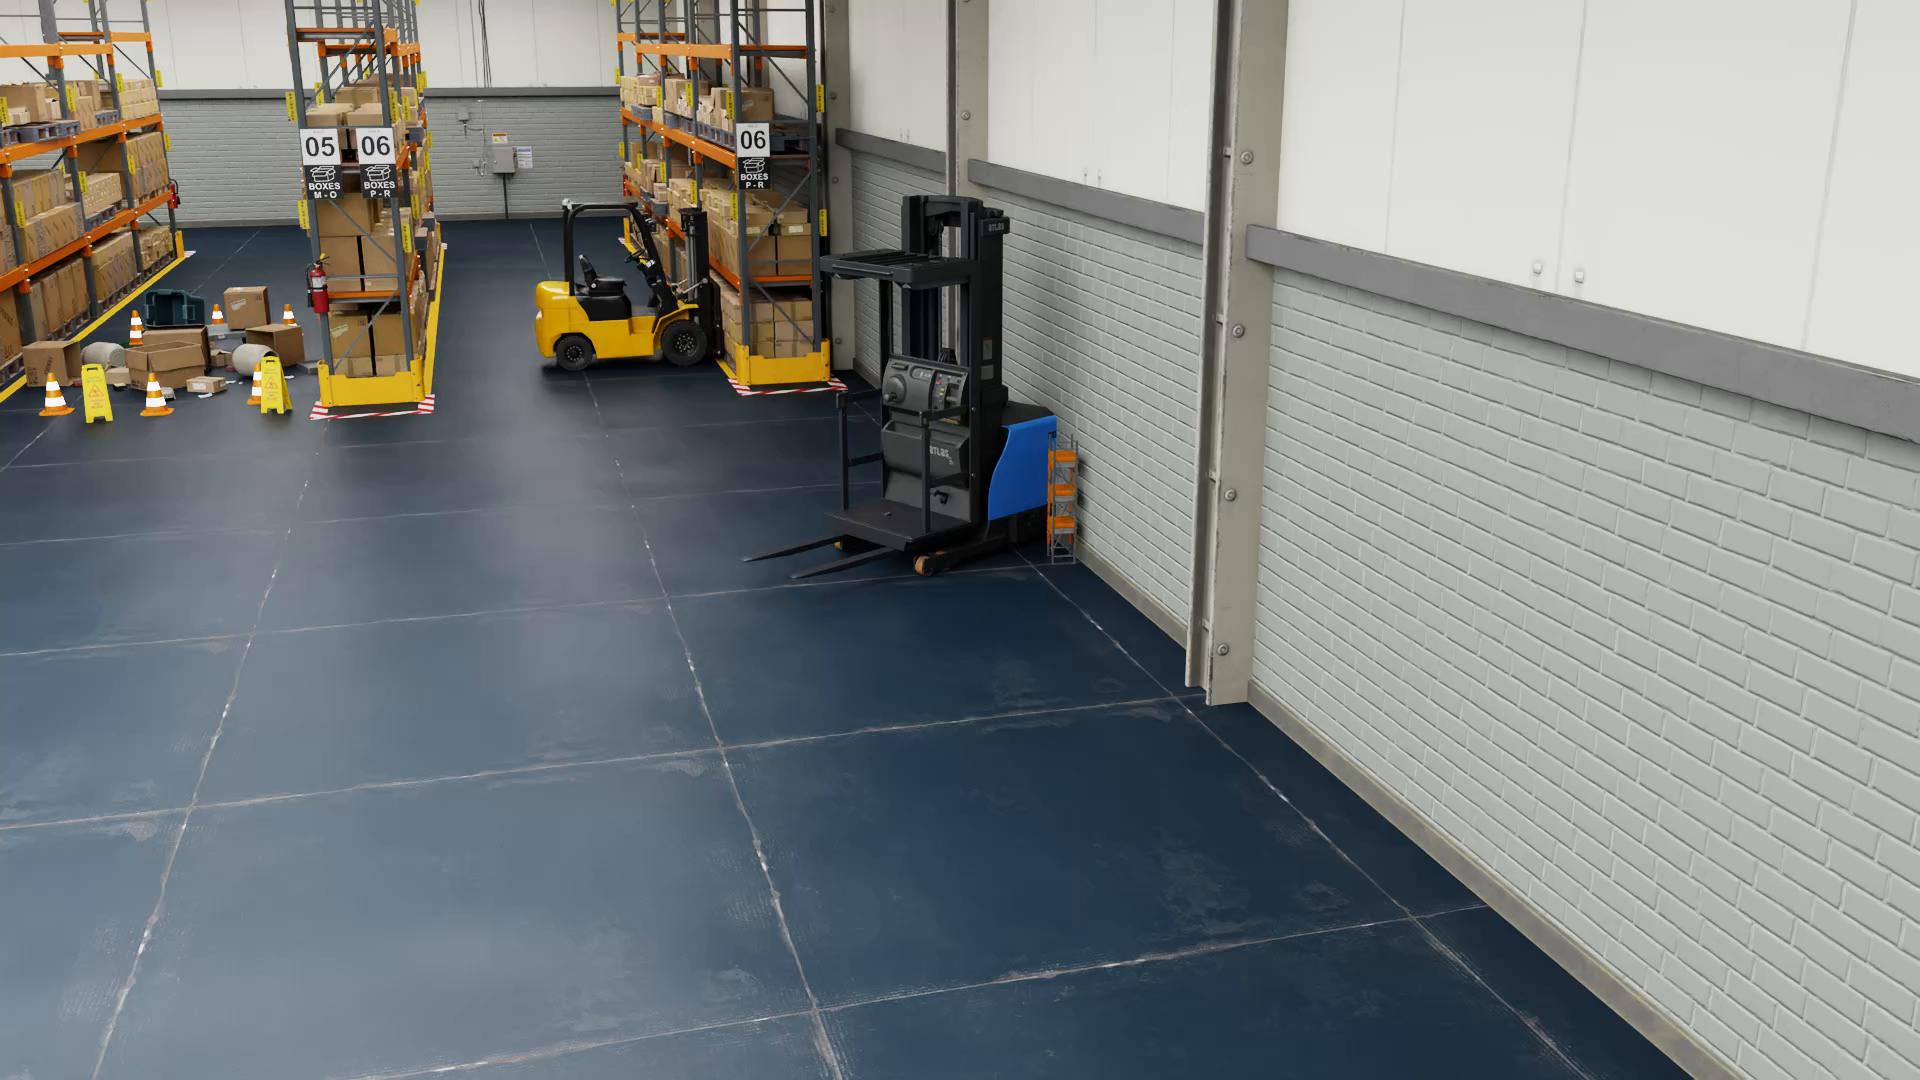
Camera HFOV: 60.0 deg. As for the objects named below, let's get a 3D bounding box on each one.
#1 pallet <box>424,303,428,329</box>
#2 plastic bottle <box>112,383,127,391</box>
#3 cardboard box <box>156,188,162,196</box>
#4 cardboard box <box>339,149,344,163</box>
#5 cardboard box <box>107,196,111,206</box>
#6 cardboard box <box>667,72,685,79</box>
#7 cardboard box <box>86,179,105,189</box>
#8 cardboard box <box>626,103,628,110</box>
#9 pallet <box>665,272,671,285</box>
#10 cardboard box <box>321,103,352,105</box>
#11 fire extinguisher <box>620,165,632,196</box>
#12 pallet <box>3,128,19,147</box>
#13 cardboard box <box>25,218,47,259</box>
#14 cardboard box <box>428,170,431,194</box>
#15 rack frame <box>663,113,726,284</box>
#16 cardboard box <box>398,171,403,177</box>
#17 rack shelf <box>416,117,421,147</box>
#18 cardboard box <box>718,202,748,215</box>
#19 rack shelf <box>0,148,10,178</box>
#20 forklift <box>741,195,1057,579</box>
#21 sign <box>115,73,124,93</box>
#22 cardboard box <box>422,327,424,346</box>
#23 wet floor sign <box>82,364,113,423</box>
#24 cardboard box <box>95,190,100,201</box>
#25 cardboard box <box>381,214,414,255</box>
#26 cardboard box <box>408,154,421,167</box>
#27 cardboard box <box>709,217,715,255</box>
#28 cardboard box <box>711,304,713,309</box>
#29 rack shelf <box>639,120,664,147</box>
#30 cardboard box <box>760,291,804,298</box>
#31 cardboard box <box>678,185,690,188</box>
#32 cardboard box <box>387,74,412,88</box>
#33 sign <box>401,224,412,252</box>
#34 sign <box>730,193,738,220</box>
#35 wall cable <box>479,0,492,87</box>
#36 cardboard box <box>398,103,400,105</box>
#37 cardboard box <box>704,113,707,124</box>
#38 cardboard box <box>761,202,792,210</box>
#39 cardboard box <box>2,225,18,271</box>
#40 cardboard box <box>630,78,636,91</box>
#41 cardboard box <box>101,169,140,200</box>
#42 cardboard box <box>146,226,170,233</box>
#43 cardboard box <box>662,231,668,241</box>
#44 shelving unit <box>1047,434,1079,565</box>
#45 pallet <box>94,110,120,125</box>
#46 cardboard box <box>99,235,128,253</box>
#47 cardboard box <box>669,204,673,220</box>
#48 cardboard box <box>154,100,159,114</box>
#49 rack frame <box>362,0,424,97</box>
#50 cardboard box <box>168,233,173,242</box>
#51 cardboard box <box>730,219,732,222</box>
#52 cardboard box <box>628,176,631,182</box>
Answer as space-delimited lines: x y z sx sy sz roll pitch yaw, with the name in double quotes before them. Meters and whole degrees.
"pallet" -8.680 -3.409 25.433 1.003 0.211 1.213 -5 17 -15
"plastic bottle" -10.472 -1.912 20.712 0.133 0.061 0.283 -12 20 -34
"cardboard box" -15.586 -6.694 31.959 0.380 0.149 0.250 -4 17 -14
"cardboard box" -7.393 -4.477 19.365 0.380 0.149 0.250 -5 17 -15
"cardboard box" -14.467 -5.684 27.868 0.380 0.149 0.250 -5 18 -18
"cardboard box" -5.298 -8.553 30.795 0.396 0.266 0.258 -5 17 -15
"cardboard box" -14.401 -5.894 27.532 0.380 0.149 0.250 -6 18 -18
"cardboard box" -6.588 -8.822 33.828 0.380 0.149 0.250 -5 17 -15
"pallet" -4.622 -4.565 29.281 1.003 0.211 1.213 -5 17 -15
"cardboard box" -8.353 -5.776 22.303 0.380 0.149 0.250 -5 17 -16
"fire extinguisher" -7.137 -7.692 35.628 0.296 0.674 0.183 -5 17 -15
"pallet" -13.157 -5.366 22.221 0.805 0.209 1.217 -5 18 -17
"cardboard box" -12.883 -4.126 22.799 0.500 0.500 0.500 -5 17 -15
"cardboard box" -10.466 -6.880 31.967 0.500 0.500 0.500 -5 17 -15
"rack frame" -4.453 -5.691 28.183 1.000 3.000 0.127 -5 17 -15
"cardboard box" -8.313 -5.343 24.478 0.380 0.149 0.250 -4 17 -12
"rack shelf" -9.775 -6.942 28.386 1.077 0.370 4.000 -5 17 -15
"cardboard box" -3.003 -4.406 22.089 0.380 0.149 0.250 -4 17 -14
"rack shelf" -12.308 -4.310 19.624 1.077 0.370 4.000 -5 17 -15
"forklift" -0.438 -1.276 13.606 1.130 2.935 3.031 16 23 42
"sign" -14.523 -7.902 28.747 0.100 0.325 0.005 -5 17 -15
"cardboard box" -7.549 -2.786 22.563 0.500 0.250 0.500 -5 17 -17
"wet floor sign" -9.846 -1.686 18.943 0.267 0.644 0.232 -8 18 -25
"cardboard box" -14.252 -5.607 27.093 0.380 0.149 0.250 -5 17 -16
"cardboard box" -7.470 -3.993 21.840 0.500 0.500 0.500 -4 17 -14
"cardboard box" -9.398 -6.260 28.168 0.500 0.500 0.500 -4 17 -14
"cardboard box" -3.184 -4.206 23.066 0.500 0.500 0.500 -5 17 -16
"cardboard box" -3.251 -3.271 23.307 0.500 0.250 0.500 -5 17 -16
"rack shelf" -5.003 -7.336 29.696 1.077 0.370 4.000 -5 17 -15
"cardboard box" -2.346 -3.127 21.959 0.500 0.250 0.500 -5 17 -15
"cardboard box" -4.284 -5.582 26.518 0.380 0.149 0.250 -4 17 -14
"cardboard box" -10.284 -8.316 30.632 0.500 0.500 0.500 -4 17 -14
"sign" -6.505 -3.542 19.524 0.100 0.325 0.005 -5 17 -15
"sign" -2.780 -4.107 20.485 0.100 0.325 0.005 -5 17 -15
"wall cable" -9.845 -12.221 39.429 2.988 3.039 0.133 -5 17 -15
"cardboard box" -7.684 -5.753 22.226 0.380 0.149 0.250 -5 17 -17
"cardboard box" -3.312 -5.789 22.828 0.380 0.149 0.250 -4 17 -14
"cardboard box" -2.418 -4.376 21.988 0.380 0.149 0.250 -4 17 -14
"cardboard box" -12.745 -3.742 21.435 0.875 0.550 0.550 -5 17 -15
"cardboard box" -6.202 -8.945 32.677 0.500 0.250 0.500 -4 17 -14
"cardboard box" -14.950 -6.332 29.625 0.500 0.500 0.500 -5 17 -16
"cardboard box" -15.766 -6.085 32.687 0.380 0.149 0.250 -4 17 -15
"cardboard box" -5.170 -5.491 30.005 0.380 0.149 0.250 -6 18 -18
"shelving unit" 0.846 -0.336 13.746 0.215 1.050 0.252 -2 17 -5
"pallet" -14.989 -7.152 28.159 1.213 0.211 1.003 -5 17 -15
"cardboard box" -14.480 -5.018 28.255 0.500 0.250 0.500 -4 17 -13
"cardboard box" -4.566 -5.477 27.731 0.500 0.250 0.500 -5 17 -15
"cardboard box" -15.776 -8.351 32.084 0.500 0.250 0.500 -5 17 -16
"rack frame" -11.424 -10.383 33.376 1.000 3.000 0.127 -5 17 -15
"cardboard box" -15.736 -5.946 32.740 0.380 0.149 0.250 -5 17 -17
"cardboard box" -2.788 -4.124 21.667 0.380 0.149 0.250 -5 17 -16
"cardboard box" -6.825 -7.671 35.211 0.380 0.149 0.250 -5 17 -16
